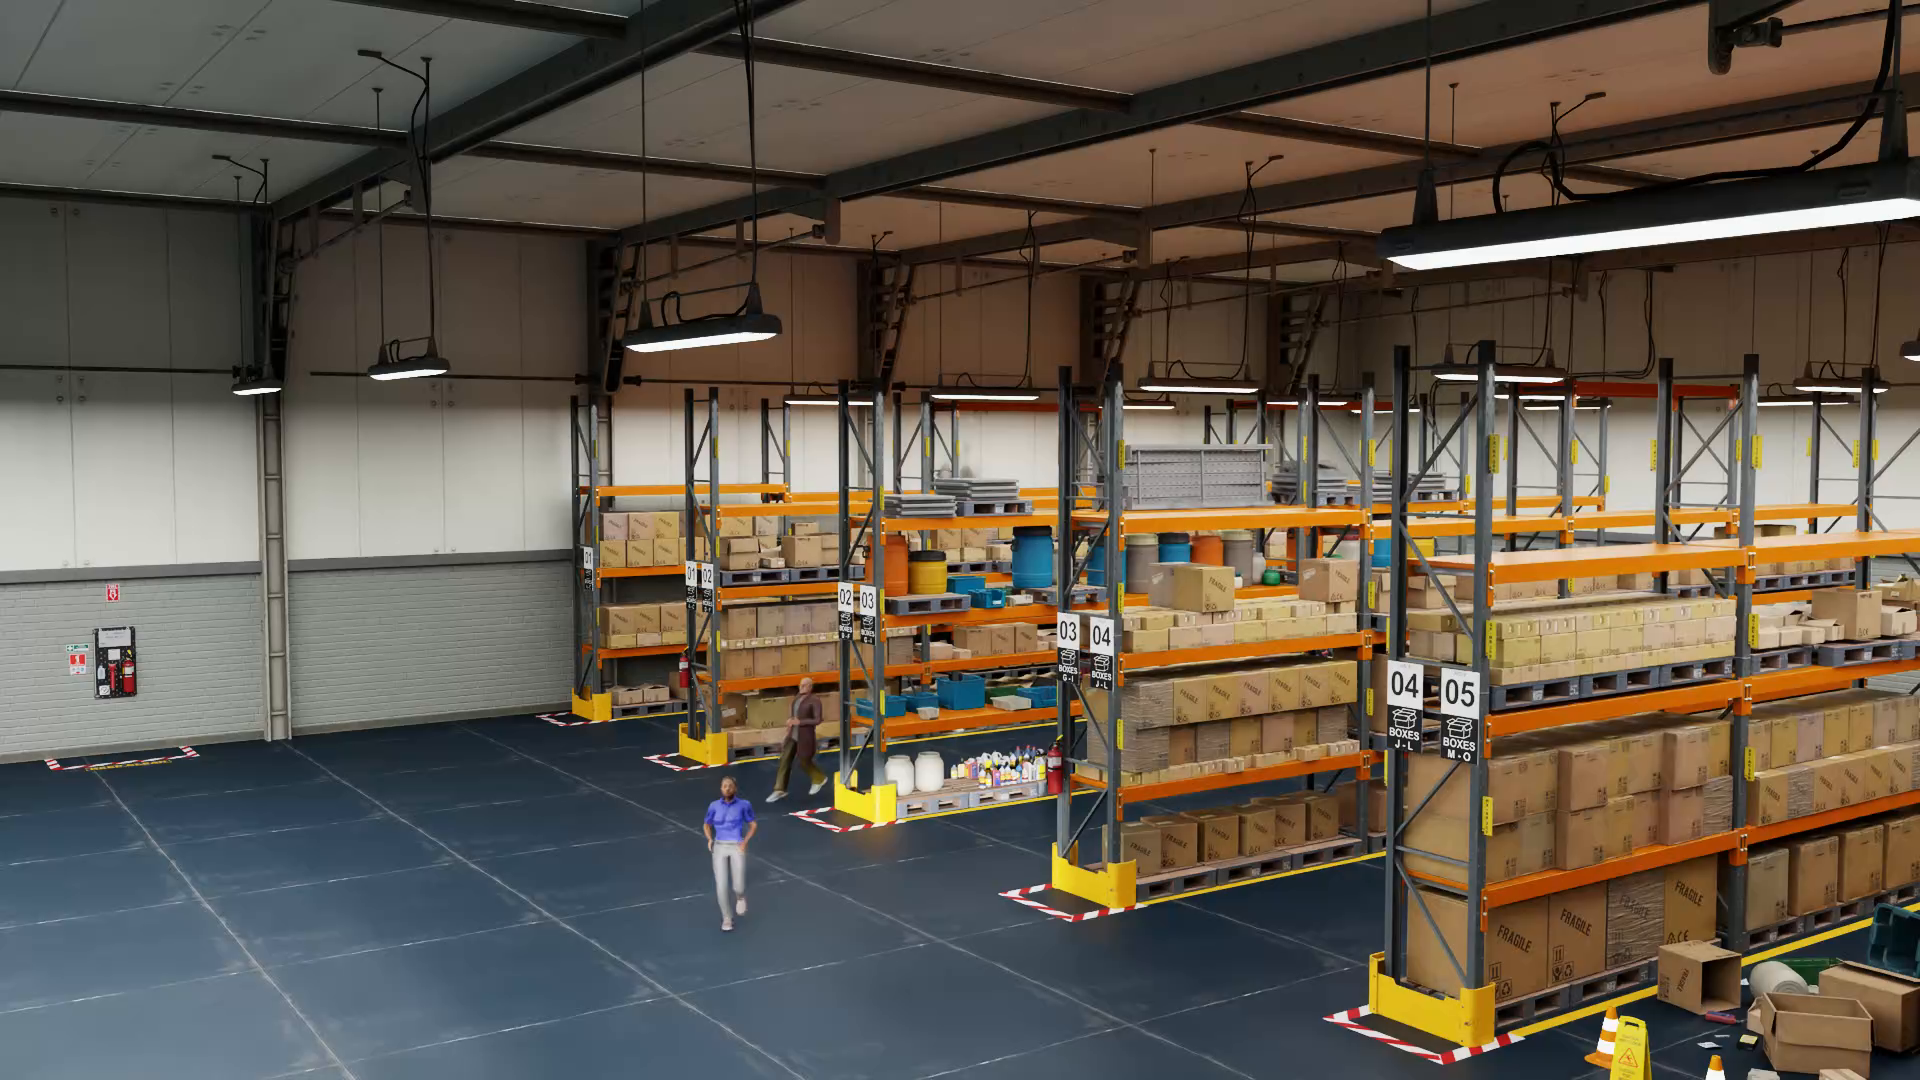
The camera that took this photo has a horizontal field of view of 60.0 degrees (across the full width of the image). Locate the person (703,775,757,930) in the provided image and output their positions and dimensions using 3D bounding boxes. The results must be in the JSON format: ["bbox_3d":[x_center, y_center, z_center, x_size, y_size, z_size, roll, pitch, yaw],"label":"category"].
[{"bbox_3d":[-2.449,3.299,17.627,0.573,1.603,0.563,0,3,-1],"label":"person"}]

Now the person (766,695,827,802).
[{"bbox_3d":[-2.219,2.952,23.740,0.628,1.519,1.060,3,5,41],"label":"person"}]
